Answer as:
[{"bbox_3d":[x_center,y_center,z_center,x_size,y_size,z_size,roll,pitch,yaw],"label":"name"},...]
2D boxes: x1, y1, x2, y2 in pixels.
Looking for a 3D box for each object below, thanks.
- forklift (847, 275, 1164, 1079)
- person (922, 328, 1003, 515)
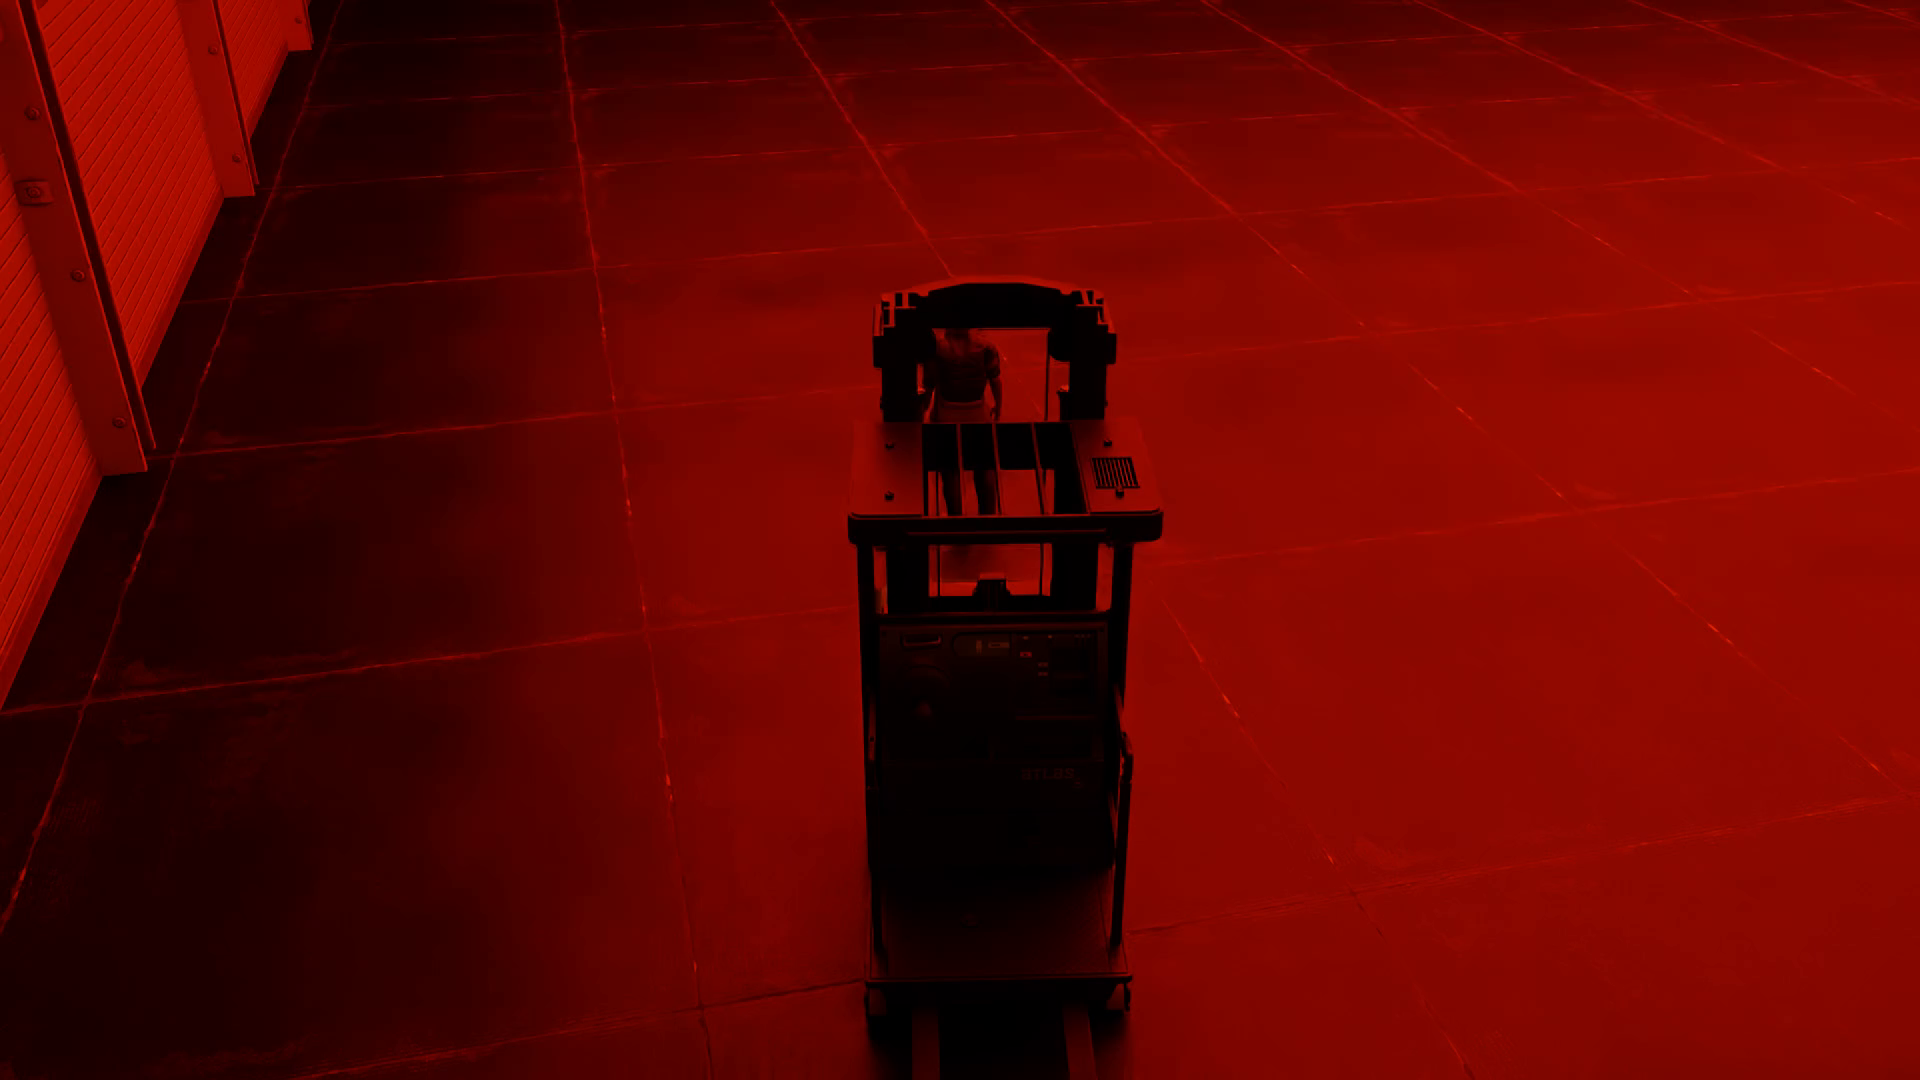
[{"bbox_3d":[0.145,0.579,6.575,1.130,2.935,3.031,-1,30,-2],"label":"forklift"},{"bbox_3d":[-0.001,-0.768,10.160,0.569,1.656,0.503,-7,31,-12],"label":"person"}]
